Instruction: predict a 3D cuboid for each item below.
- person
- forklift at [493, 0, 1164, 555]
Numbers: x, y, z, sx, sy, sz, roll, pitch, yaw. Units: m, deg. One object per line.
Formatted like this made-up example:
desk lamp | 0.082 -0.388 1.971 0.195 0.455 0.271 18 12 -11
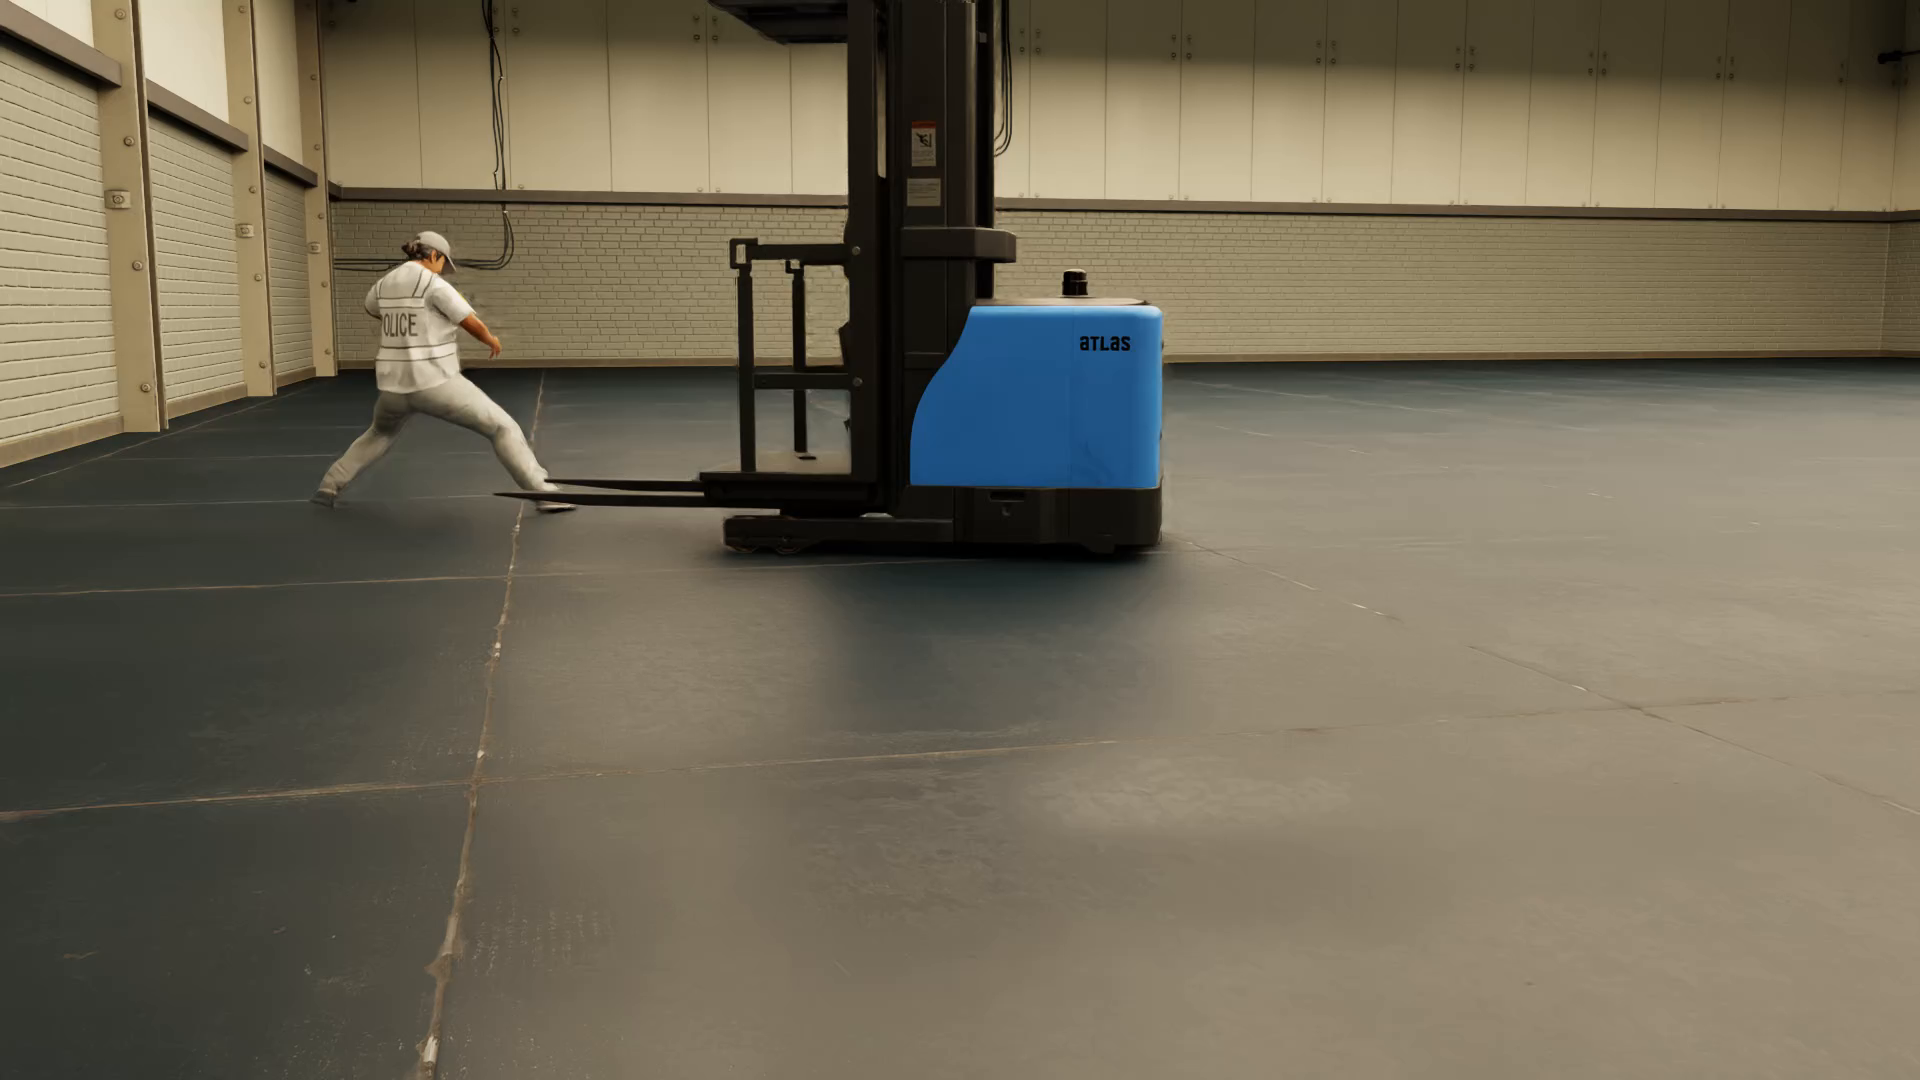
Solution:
person | -2.767 -0.883 8.754 1.253 1.455 0.809 4 9 26
forklift | -0.593 -1.458 7.547 3.031 2.935 1.130 1 8 8
